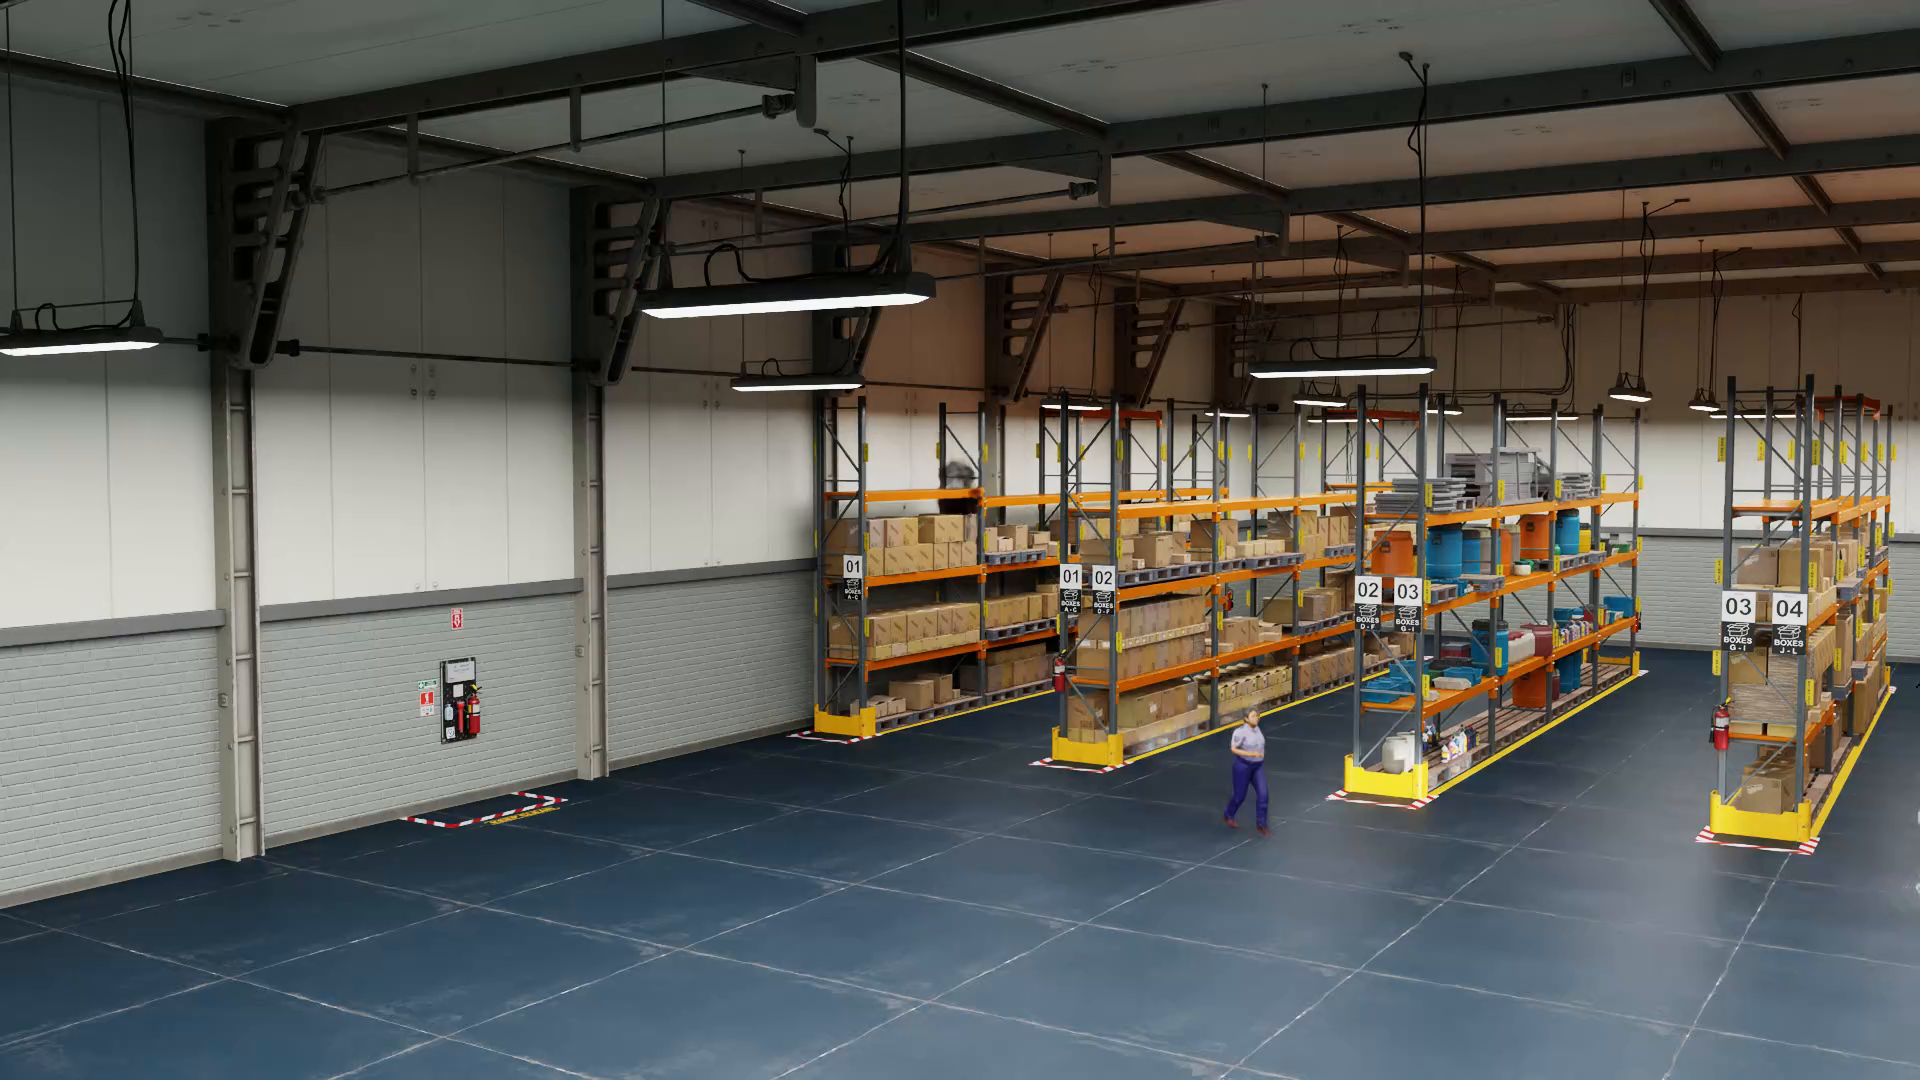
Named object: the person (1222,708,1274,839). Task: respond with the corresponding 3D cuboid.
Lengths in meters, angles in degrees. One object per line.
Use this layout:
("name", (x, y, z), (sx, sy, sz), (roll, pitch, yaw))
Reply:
("person", (3.759, 3.047, 21.832), (0.591, 1.682, 0.803), (-2, 3, -30))
